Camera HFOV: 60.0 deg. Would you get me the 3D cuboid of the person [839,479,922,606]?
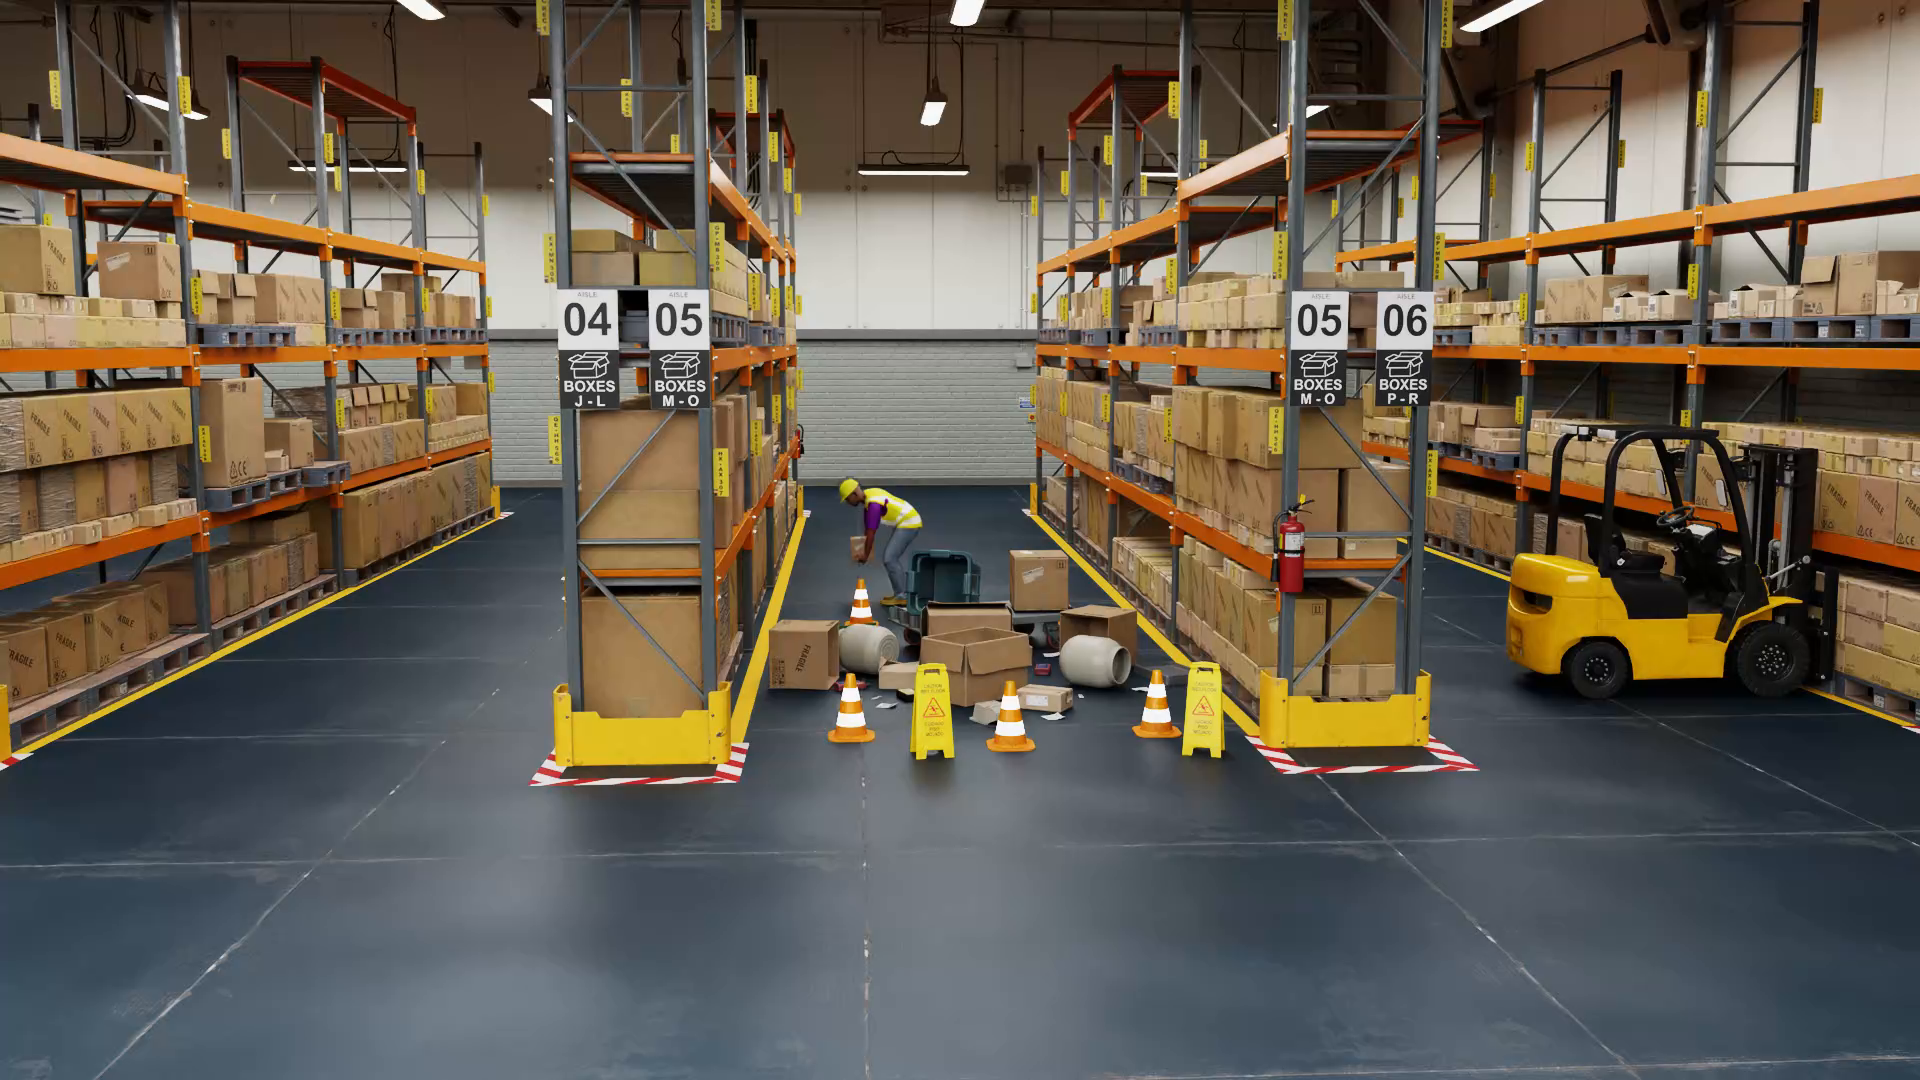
[{"bbox_3d":[-0.862,0.019,18.114,0.897,1.376,0.490,-1,7,-6],"label":"person"}]
